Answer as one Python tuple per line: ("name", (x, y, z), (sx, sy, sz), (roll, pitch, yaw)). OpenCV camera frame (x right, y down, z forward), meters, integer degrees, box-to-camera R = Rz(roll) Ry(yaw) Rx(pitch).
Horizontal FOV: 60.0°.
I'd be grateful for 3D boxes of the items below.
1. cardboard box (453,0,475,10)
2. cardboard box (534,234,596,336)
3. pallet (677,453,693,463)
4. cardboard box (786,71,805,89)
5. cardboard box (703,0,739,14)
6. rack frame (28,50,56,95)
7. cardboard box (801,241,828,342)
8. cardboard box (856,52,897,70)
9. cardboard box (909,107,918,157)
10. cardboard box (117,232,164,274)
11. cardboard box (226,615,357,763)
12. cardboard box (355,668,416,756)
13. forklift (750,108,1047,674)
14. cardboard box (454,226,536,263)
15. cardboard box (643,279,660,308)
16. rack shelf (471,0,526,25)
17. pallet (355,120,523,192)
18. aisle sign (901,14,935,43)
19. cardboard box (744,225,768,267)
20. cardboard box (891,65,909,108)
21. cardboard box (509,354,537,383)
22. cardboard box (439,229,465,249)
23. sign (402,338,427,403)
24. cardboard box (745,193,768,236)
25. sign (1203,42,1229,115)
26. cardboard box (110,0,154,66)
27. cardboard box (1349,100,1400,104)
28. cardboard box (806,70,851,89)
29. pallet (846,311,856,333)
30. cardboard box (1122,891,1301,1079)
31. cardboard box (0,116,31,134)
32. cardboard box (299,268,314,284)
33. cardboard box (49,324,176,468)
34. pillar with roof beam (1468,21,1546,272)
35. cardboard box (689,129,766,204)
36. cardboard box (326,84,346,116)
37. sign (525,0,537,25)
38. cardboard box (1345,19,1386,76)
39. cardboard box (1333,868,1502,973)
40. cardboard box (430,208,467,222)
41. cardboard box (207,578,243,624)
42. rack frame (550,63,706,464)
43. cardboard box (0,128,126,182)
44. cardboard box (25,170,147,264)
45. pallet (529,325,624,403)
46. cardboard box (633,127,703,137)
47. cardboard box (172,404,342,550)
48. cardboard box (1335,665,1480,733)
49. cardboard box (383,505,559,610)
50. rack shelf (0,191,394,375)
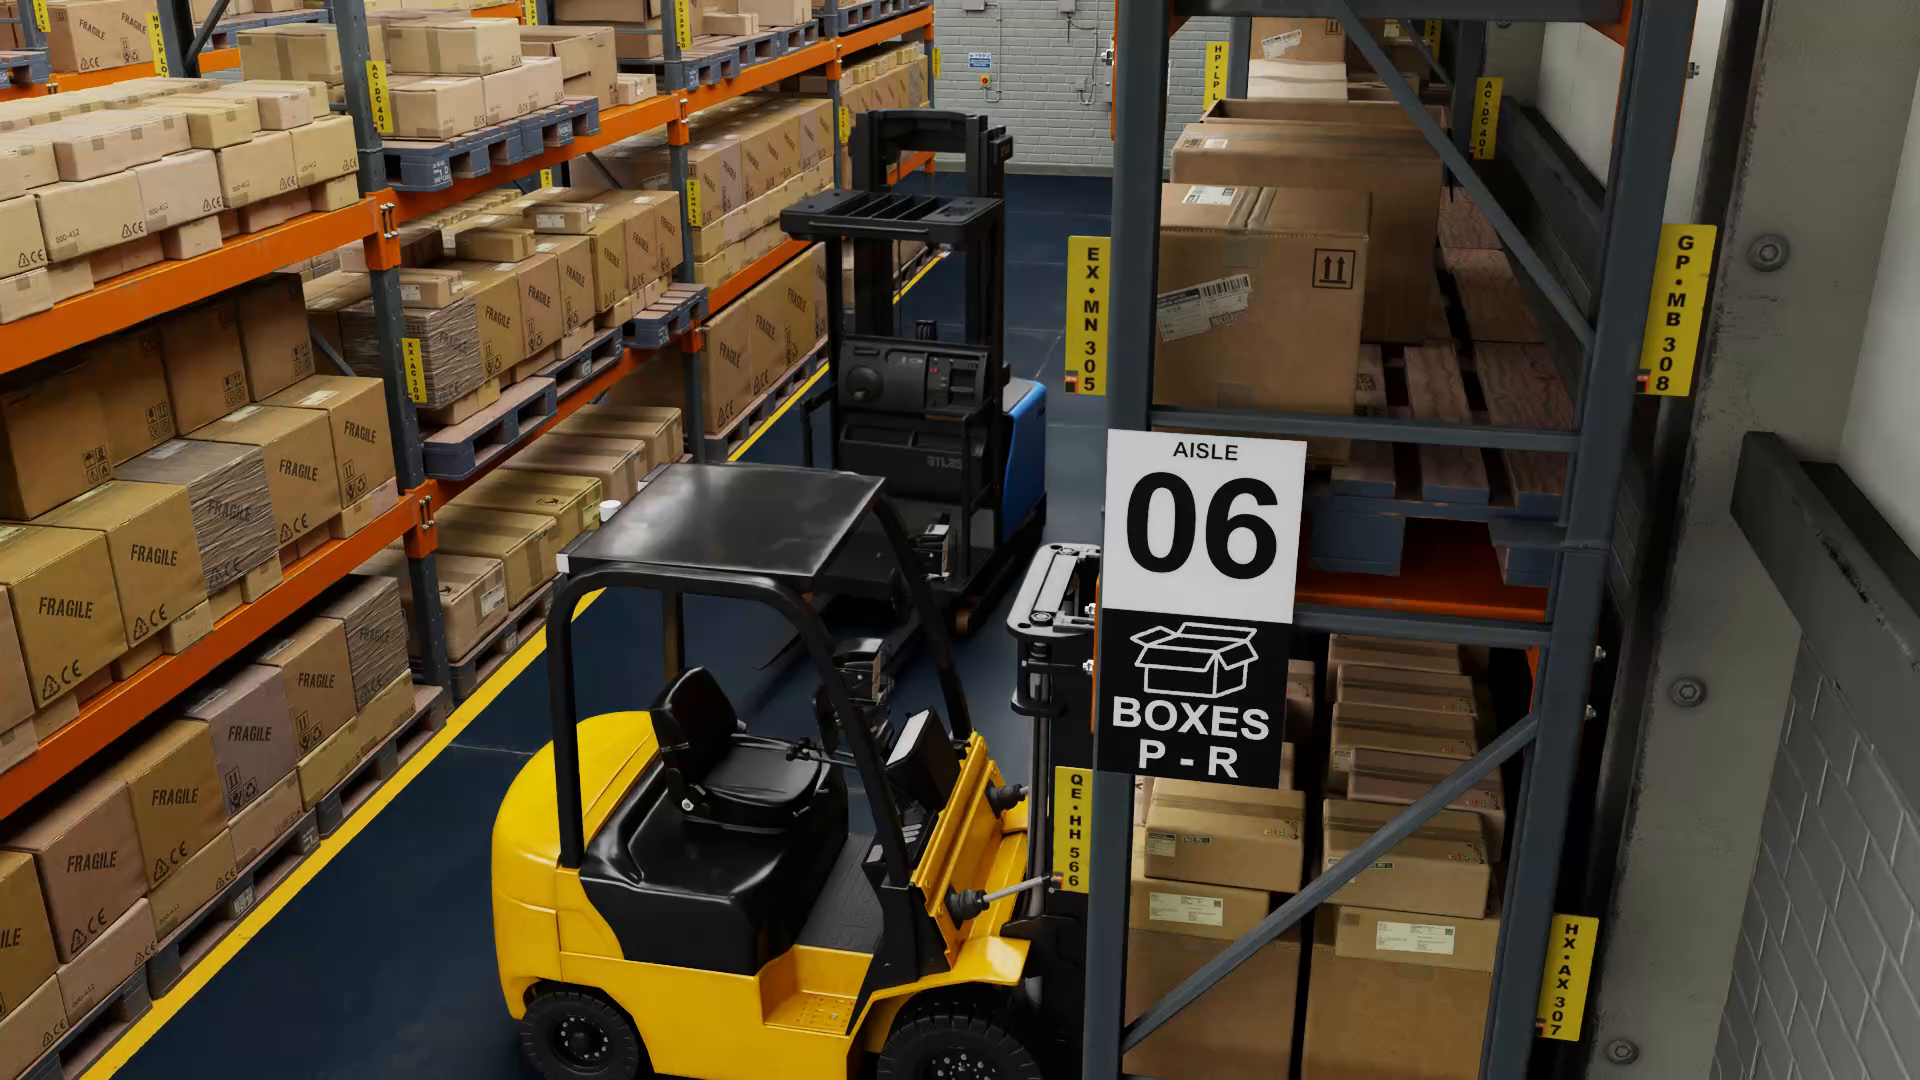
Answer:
("cardboard box", (-5.713, -5.976, 18.362), (0.500, 0.250, 0.500), (5, 23, 13))
("cardboard box", (-2.564, -1.560, 10.117), (0.500, 0.500, 0.500), (4, 22, 9))
("pallet", (-2.595, -0.363, 11.972), (1.003, 0.211, 1.213), (4, 22, 11))
("cardboard box", (-1.706, -4.441, 16.025), (0.380, 0.149, 0.250), (5, 22, 12))
("cardboard box", (-2.082, -4.737, 14.390), (0.500, 0.500, 0.500), (4, 22, 10))
("rack frame", (-7.301, -2.283, 13.006), (1.000, 3.000, 0.127), (4, 22, 11))
("cardboard box", (-1.666, -2.381, 15.533), (0.875, 0.875, 0.875), (5, 23, 13))
("cardboard box", (-0.886, -5.062, 17.566), (0.380, 0.149, 0.250), (5, 22, 12))
("cardboard box", (-0.758, -4.535, 18.466), (0.500, 0.500, 0.500), (4, 22, 10))
("cardboard box", (-3.376, -1.152, 6.519), (0.380, 0.149, 0.250), (5, 22, 12))
("cardboard box", (-3.210, 0.677, 7.773), (0.500, 0.500, 0.500), (5, 22, 12))
("cardboard box", (-3.108, 0.838, 8.376), (0.500, 0.250, 0.500), (5, 23, 13))
("forklift", (-0.352, -0.959, 9.812), (1.130, 2.935, 3.031), (7, 23, 17))
("cardboard box", (-2.687, -1.709, 9.621), (0.380, 0.149, 0.250), (6, 23, 14))
("cardboard box", (-2.262, -1.683, 11.293), (0.380, 0.149, 0.250), (4, 22, 10))
("rack shelf", (-6.076, -5.535, 18.028), (1.077, 0.370, 4.000), (4, 22, 11))
("pallet", (-3.020, -2.001, 8.543), (1.213, 0.211, 1.003), (4, 22, 11))
("aisle sign", (-0.483, -6.076, 18.946), (0.394, 0.787, 0.004), (4, 22, 11))
("cardboard box", (-1.888, -2.413, 13.530), (0.500, 0.250, 0.500), (5, 23, 13))
("cardboard box", (-0.849, -4.810, 17.808), (0.500, 0.500, 0.500), (4, 22, 11))
("cardboard box", (-2.692, -1.027, 9.661), (0.380, 0.149, 0.250), (5, 22, 12))
("cardboard box", (-3.063, -1.606, 10.232), (0.500, 0.500, 0.500), (4, 22, 9))
("sign", (-2.718, -0.842, 8.271), (0.100, 0.325, 0.005), (4, 22, 11))
("cardboard box", (-1.869, -2.641, 13.428), (0.500, 0.250, 0.500), (4, 22, 11))
("sign", (1.077, -1.917, 6.970), (0.100, 0.325, 0.005), (4, 22, 11))
("cardboard box", (-6.829, -4.092, 13.350), (0.500, 0.500, 0.500), (4, 22, 11))
("cardboard box", (1.909, -2.015, 7.966), (0.380, 0.149, 0.250), (4, 22, 11))
("cardboard box", (-1.263, -4.407, 15.940), (0.380, 0.149, 0.250), (5, 22, 12))
("pallet", (-1.386, -2.384, 16.990), (1.003, 0.211, 1.213), (4, 22, 11))
("cardboard box", (0.637, 1.114, 4.438), (0.500, 0.500, 0.500), (4, 22, 10))
("cardboard box", (-3.846, -1.553, 6.449), (0.380, 0.149, 0.250), (4, 22, 10))
("cardboard box", (-6.494, -2.303, 15.841), (0.500, 0.500, 0.500), (4, 22, 10))
("cardboard box", (-3.807, -0.616, 6.998), (0.700, 0.500, 0.500), (4, 22, 10))
("pillar with roof beam", (-1.172, -4.131, 9.564), (9.100, 9.000, 0.400), (4, 22, 11))
("cardboard box", (-1.882, -2.984, 13.276), (0.500, 0.500, 0.500), (5, 22, 12))
("cardboard box", (-3.273, -2.221, 8.475), (0.500, 0.250, 0.500), (4, 22, 10))
("sign", (-2.976, -3.655, 11.601), (0.100, 0.325, 0.005), (4, 22, 11))
("cardboard box", (2.034, -2.806, 9.460), (0.700, 0.500, 0.500), (4, 22, 10))
("cardboard box", (1.117, 0.909, 4.079), (0.380, 0.149, 0.250), (4, 22, 10))
("cardboard box", (-5.842, -3.671, 18.912), (0.380, 0.149, 0.250), (4, 22, 9))
("cardboard box", (-3.303, 0.241, 7.076), (0.380, 0.149, 0.250), (4, 22, 10))
("rack frame", (-2.434, -1.942, 12.161), (1.000, 3.000, 0.127), (4, 22, 11))
("cardboard box", (-3.324, -1.417, 6.111), (0.380, 0.149, 0.250), (5, 22, 12))
("cardboard box", (-3.386, -1.200, 6.105), (0.500, 0.250, 0.500), (5, 22, 12))
("pallet", (-2.798, -1.126, 10.391), (1.003, 0.211, 1.213), (4, 22, 11))
("cardboard box", (-2.380, -3.031, 13.391), (0.500, 0.500, 0.500), (4, 22, 11))
("cardboard box", (-3.196, -0.293, 7.535), (0.500, 0.500, 0.500), (5, 23, 13))
("cardboard box", (1.263, 0.489, 4.725), (0.380, 0.149, 0.250), (5, 22, 11))
("cardboard box", (-3.002, 0.090, 10.071), (0.950, 0.372, 0.625), (6, 23, 14))
("rack shelf", (-3.658, -0.805, 6.286), (1.077, 0.370, 4.000), (4, 22, 11))
